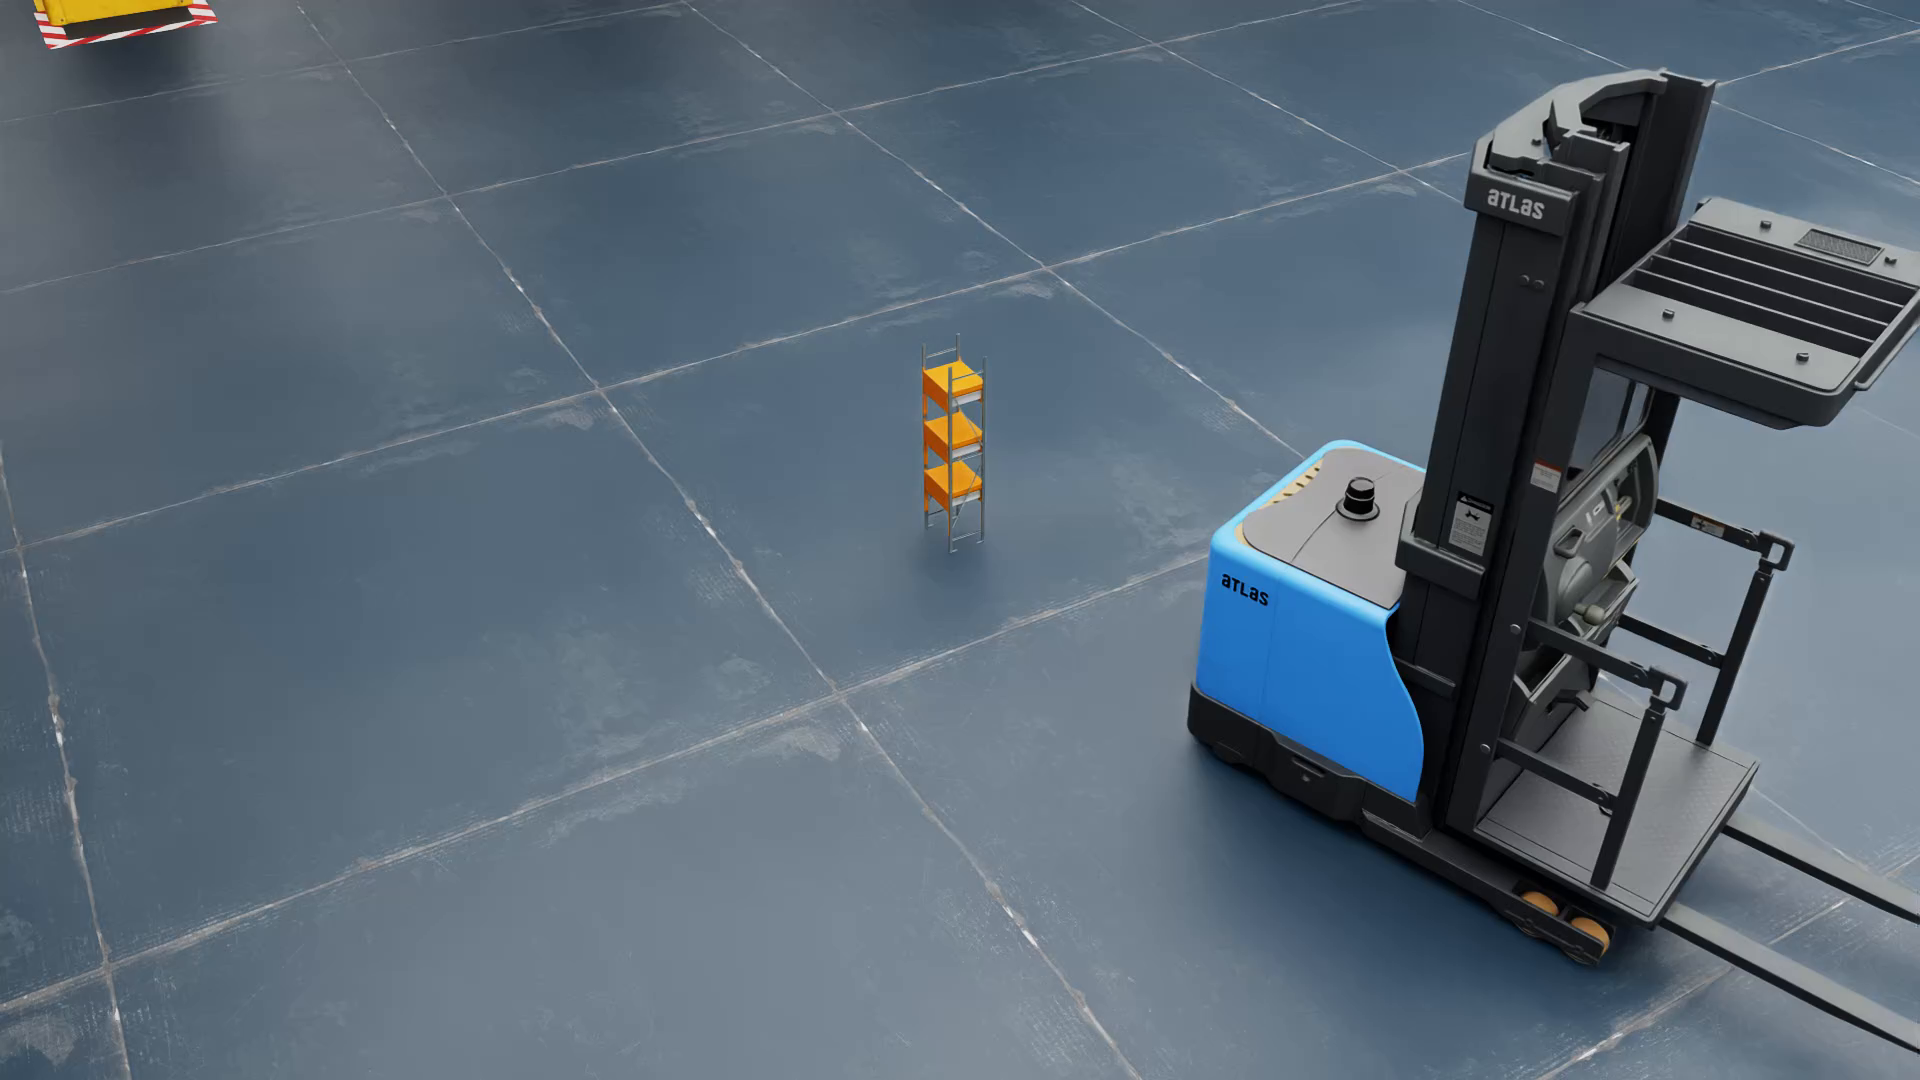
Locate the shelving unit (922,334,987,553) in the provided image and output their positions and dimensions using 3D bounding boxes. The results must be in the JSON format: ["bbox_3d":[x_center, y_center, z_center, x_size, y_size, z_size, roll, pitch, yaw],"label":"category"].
[{"bbox_3d":[-0.027,-0.451,7.978,0.215,1.050,0.252,-19,40,-24],"label":"shelving unit"}]

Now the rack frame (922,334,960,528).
[{"bbox_3d":[-0.088,-0.513,8.063,0.200,1.050,0.008,-19,40,-24],"label":"rack frame"}]

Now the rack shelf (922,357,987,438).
[{"bbox_3d":[-0.027,-0.672,7.817,0.215,0.259,0.240,-19,40,-24],"label":"rack shelf"}]

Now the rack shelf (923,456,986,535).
[{"bbox_3d":[-0.027,-0.218,8.148,0.215,0.259,0.240,-19,40,-24],"label":"rack shelf"}]

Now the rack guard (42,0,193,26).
[{"bbox_3d":[-7.387,-4.872,14.497,1.175,0.500,0.348,-19,40,-24],"label":"rack guard"}]

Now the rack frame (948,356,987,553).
[{"bbox_3d":[0.034,-0.389,7.893,0.200,1.050,0.008,-19,40,-24],"label":"rack frame"}]

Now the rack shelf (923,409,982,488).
[{"bbox_3d":[-0.027,-0.443,7.984,0.215,0.259,0.240,-19,40,-24],"label":"rack shelf"}]

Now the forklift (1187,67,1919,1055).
[{"bbox_3d":[2.408,0.019,5.739,3.031,2.935,1.130,27,44,32],"label":"forklift"}]
